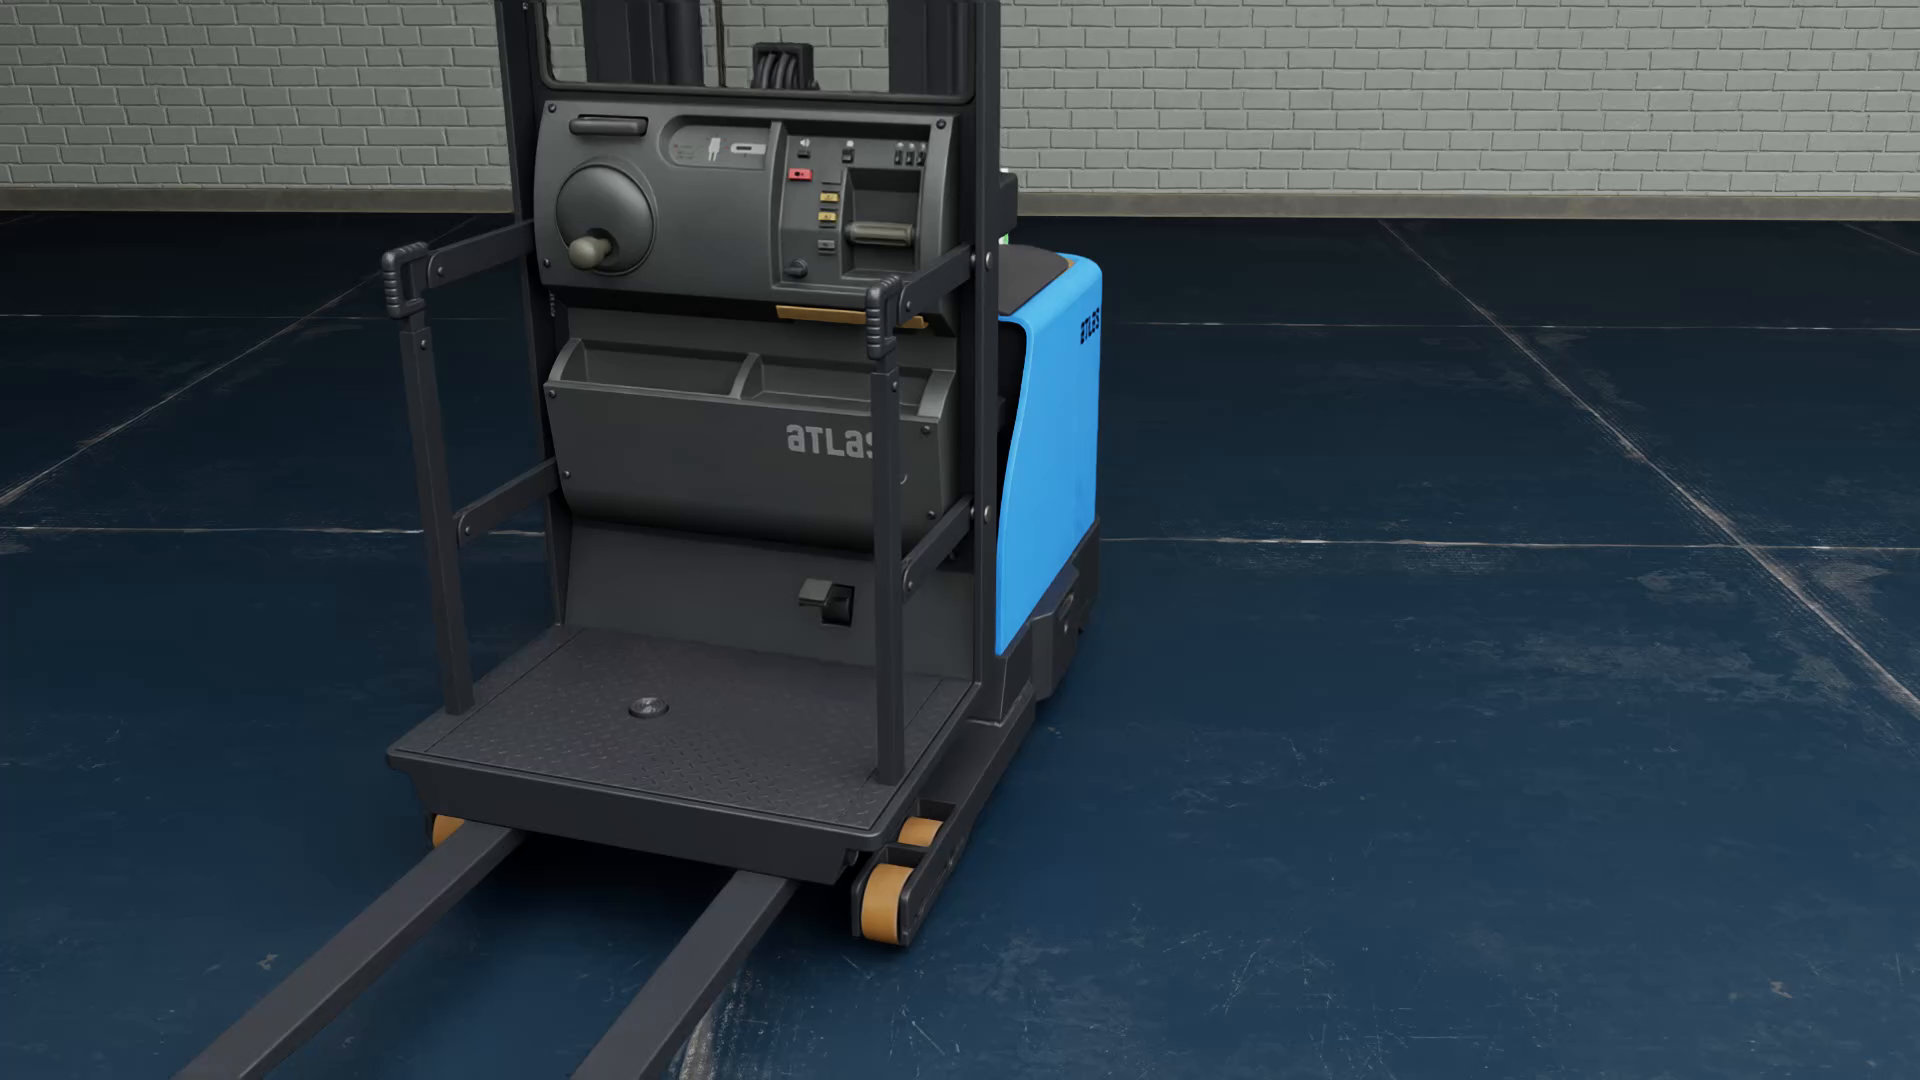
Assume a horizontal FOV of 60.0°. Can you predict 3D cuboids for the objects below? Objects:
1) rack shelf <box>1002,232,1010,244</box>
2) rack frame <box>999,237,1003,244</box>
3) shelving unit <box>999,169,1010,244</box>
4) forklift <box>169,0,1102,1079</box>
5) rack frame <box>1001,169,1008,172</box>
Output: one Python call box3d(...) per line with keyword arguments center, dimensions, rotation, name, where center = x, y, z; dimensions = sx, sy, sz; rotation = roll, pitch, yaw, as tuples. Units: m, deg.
box3d(center=(0.016, -0.905, 5.051), dimensions=(0.258, 0.148, 0.480), rotation=(1, 21, 3), name="rack shelf")
box3d(center=(0.003, -0.429, 4.975), dimensions=(0.240, 1.200, 0.015), rotation=(1, 21, 3), name="rack frame")
box3d(center=(0.016, -0.517, 5.202), dimensions=(0.258, 1.200, 0.503), rotation=(1, 21, 3), name="shelving unit")
box3d(center=(-0.527, -0.701, 3.283), dimensions=(1.130, 2.935, 3.031), rotation=(7, 22, 16), name="forklift")
box3d(center=(0.030, -0.605, 5.429), dimensions=(0.240, 1.200, 0.015), rotation=(1, 21, 3), name="rack frame")
